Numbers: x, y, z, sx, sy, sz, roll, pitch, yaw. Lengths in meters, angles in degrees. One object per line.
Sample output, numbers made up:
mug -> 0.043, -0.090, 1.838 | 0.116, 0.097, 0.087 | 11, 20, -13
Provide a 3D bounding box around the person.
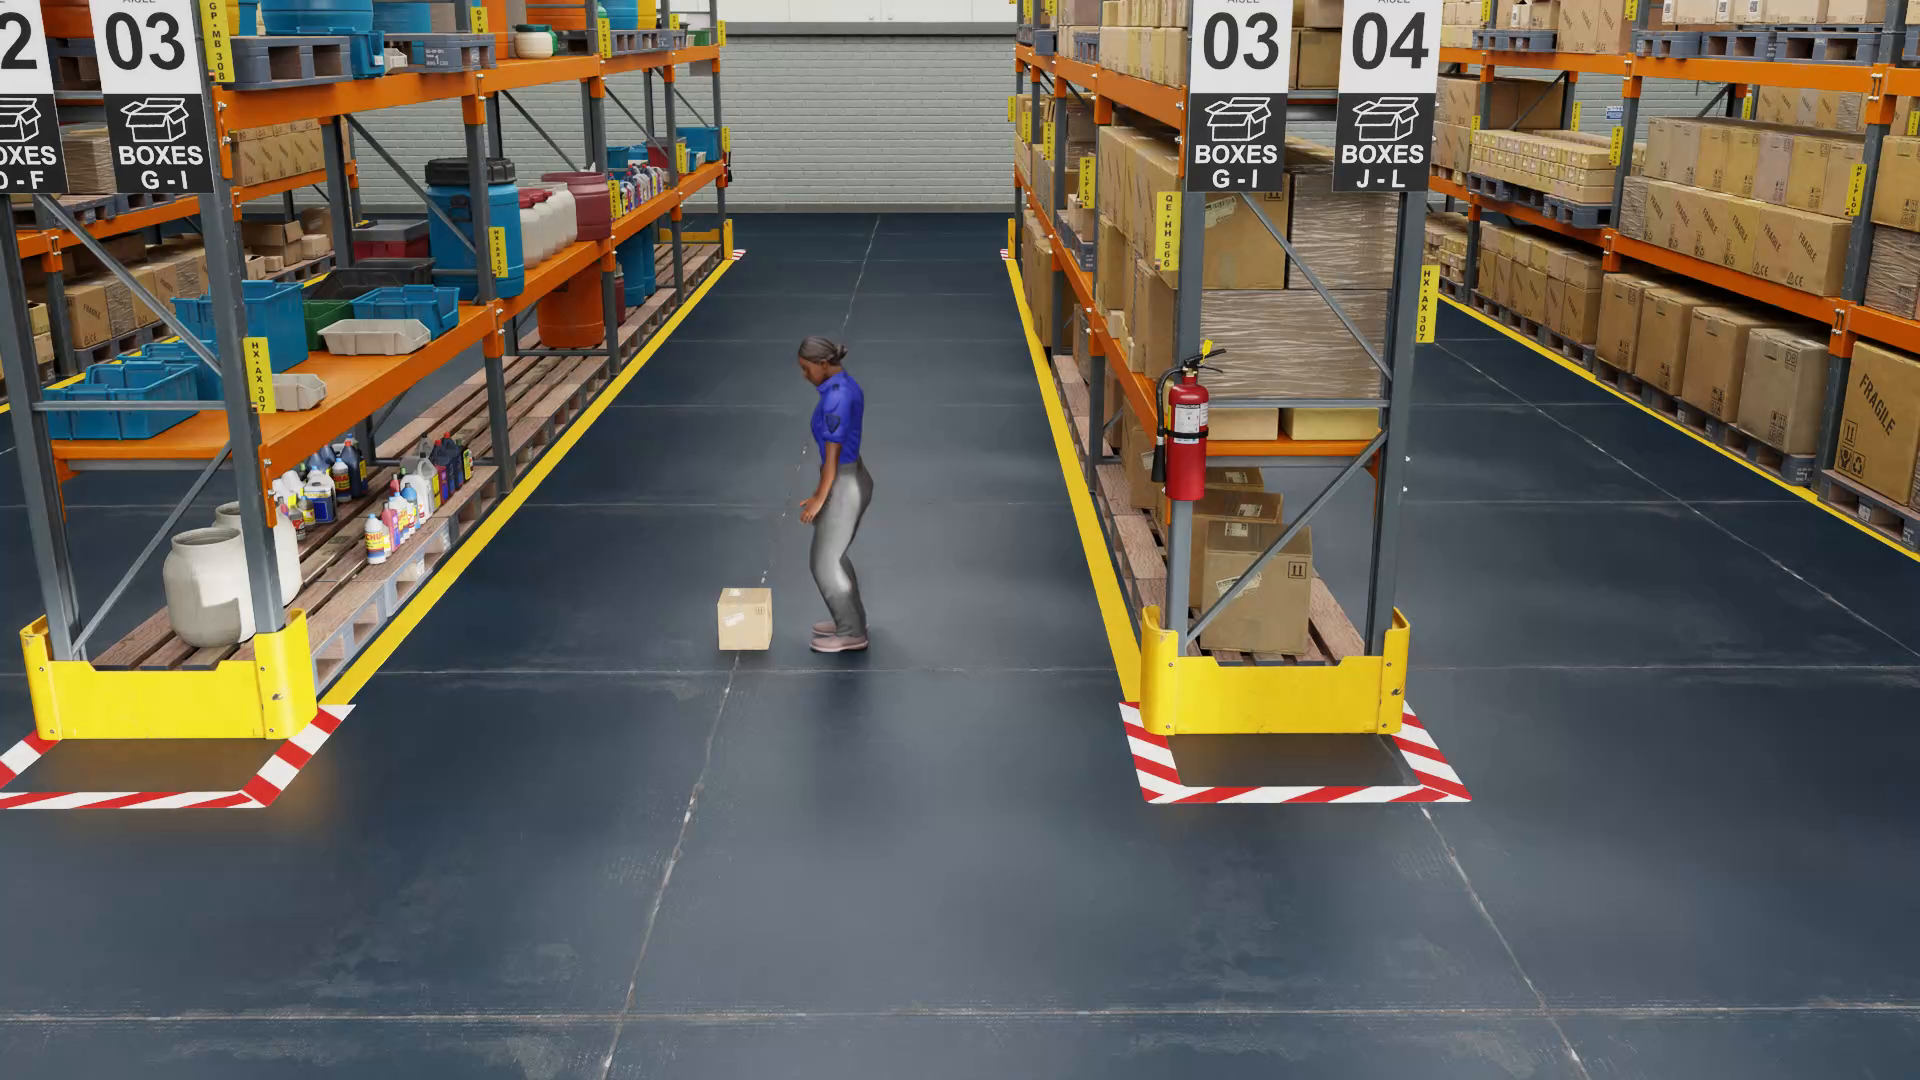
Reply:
person -> -0.624, -0.232, 8.394 | 0.367, 1.618, 0.453 | 0, 17, 1
